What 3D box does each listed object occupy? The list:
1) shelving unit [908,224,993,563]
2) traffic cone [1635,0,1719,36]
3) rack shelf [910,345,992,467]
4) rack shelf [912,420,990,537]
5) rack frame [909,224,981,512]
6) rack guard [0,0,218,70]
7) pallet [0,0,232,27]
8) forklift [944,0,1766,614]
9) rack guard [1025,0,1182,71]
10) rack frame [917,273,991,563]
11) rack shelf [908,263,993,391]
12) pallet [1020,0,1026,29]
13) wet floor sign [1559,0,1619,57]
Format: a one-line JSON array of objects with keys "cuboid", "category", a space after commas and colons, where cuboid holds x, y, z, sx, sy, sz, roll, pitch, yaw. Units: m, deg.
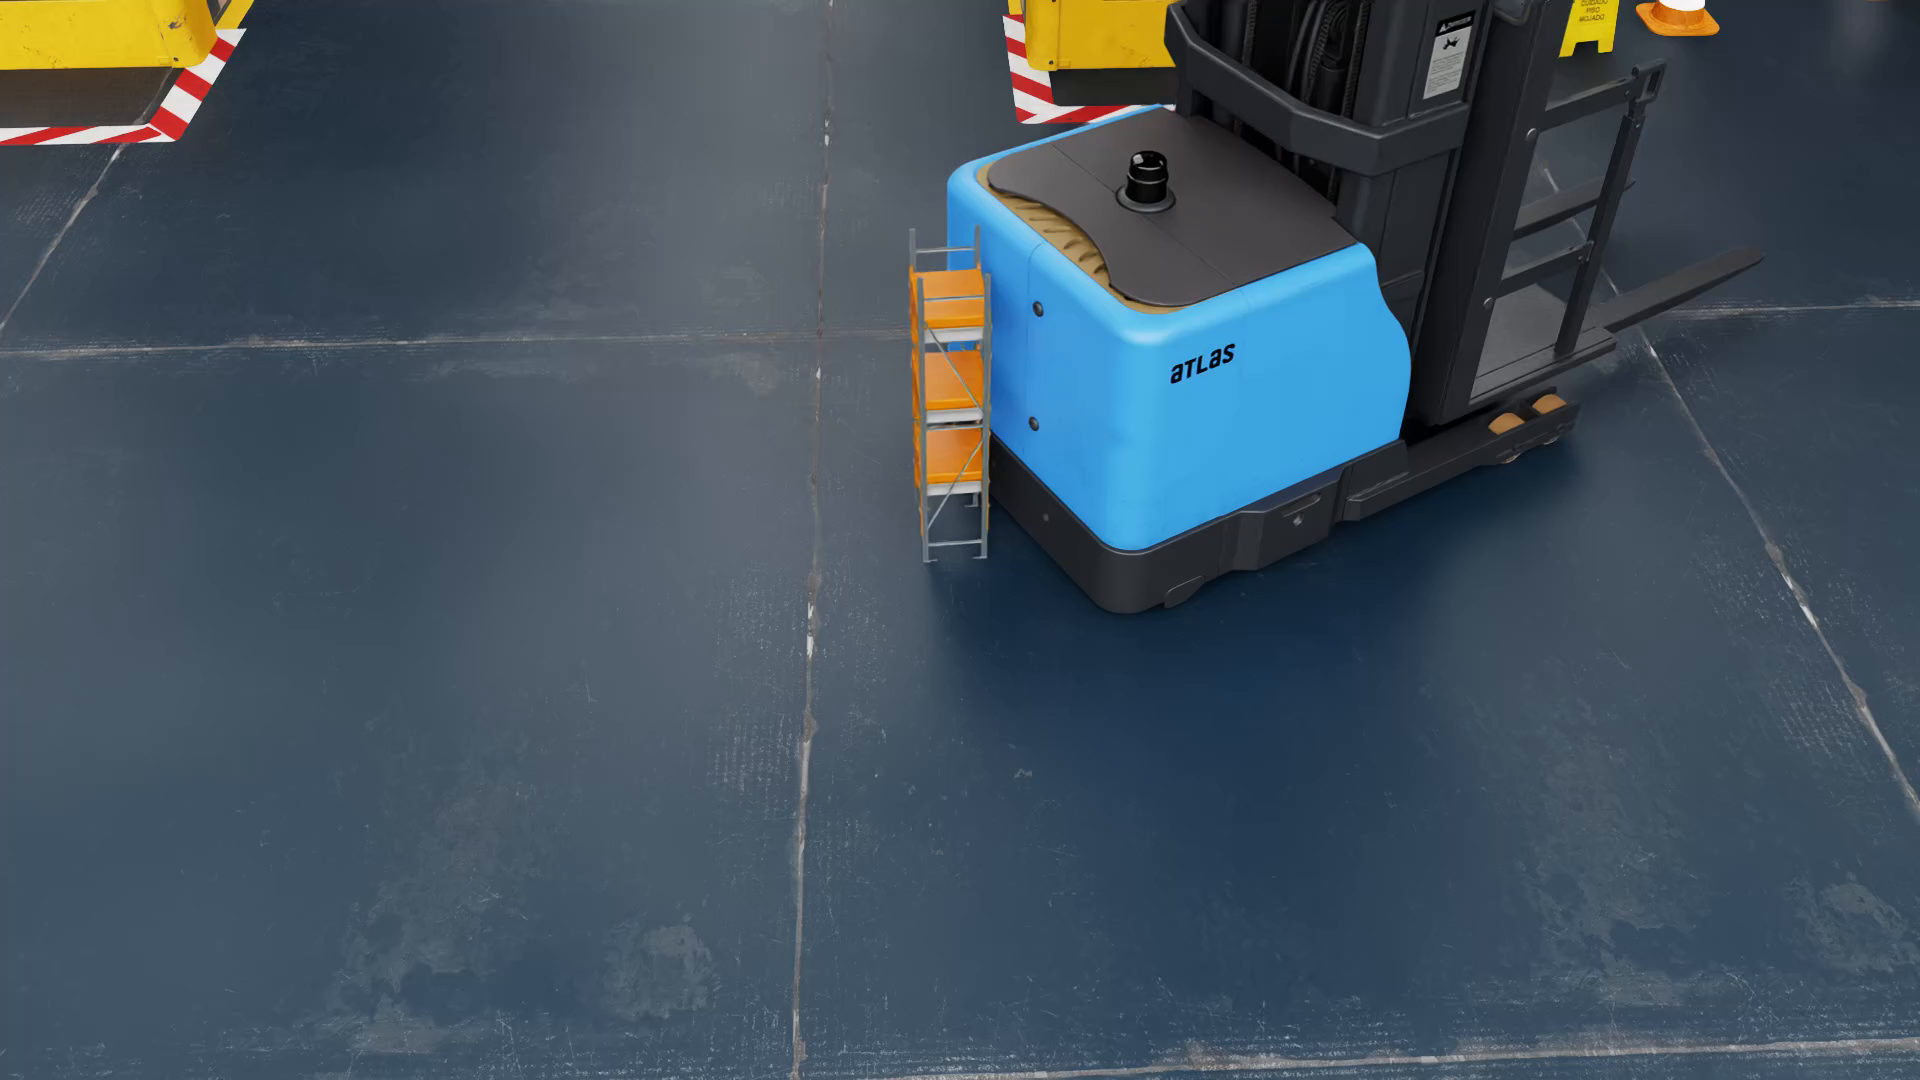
[{"cuboid": [-0.029, -0.406, 4.916, 0.215, 1.050, 0.252, -4, 43, -5], "category": "shelving unit"}, {"cuboid": [3.432, -2.660, 7.809, 0.336, 0.463, 0.334, -2, 43, -2], "category": "traffic cone"}, {"cuboid": [-0.029, -0.398, 4.923, 0.215, 0.259, 0.240, -4, 43, -5], "category": "rack shelf"}, {"cuboid": [-0.029, -0.194, 5.111, 0.215, 0.259, 0.240, -4, 43, -5], "category": "rack shelf"}, {"cuboid": [-0.042, -0.488, 5.006, 0.200, 1.050, 0.008, -4, 43, -5], "category": "rack frame"}, {"cuboid": [-4.070, -2.448, 7.551, 1.175, 0.500, 0.348, -2, 43, -2], "category": "rack guard"}, {"cuboid": [-4.069, -2.891, 8.248, 1.003, 0.211, 1.213, -2, 43, -2], "category": "pallet"}, {"cuboid": [1.472, -1.618, 4.846, 3.031, 2.935, 1.130, -22, 47, -23], "category": "forklift"}, {"cuboid": [0.894, -2.455, 7.558, 1.175, 0.500, 0.348, -2, 43, -2], "category": "rack guard"}, {"cuboid": [-0.016, -0.324, 4.827, 0.200, 1.050, 0.008, -4, 43, -5], "category": "rack frame"}, {"cuboid": [-0.029, -0.608, 4.732, 0.215, 0.259, 0.240, -4, 43, -5], "category": "rack shelf"}, {"cuboid": [0.781, -2.902, 8.260, 1.003, 0.211, 1.213, -2, 43, -2], "category": "pallet"}, {"cuboid": [2.872, -2.562, 7.567, 0.267, 0.644, 0.232, -8, 43, -9], "category": "wet floor sign"}]
